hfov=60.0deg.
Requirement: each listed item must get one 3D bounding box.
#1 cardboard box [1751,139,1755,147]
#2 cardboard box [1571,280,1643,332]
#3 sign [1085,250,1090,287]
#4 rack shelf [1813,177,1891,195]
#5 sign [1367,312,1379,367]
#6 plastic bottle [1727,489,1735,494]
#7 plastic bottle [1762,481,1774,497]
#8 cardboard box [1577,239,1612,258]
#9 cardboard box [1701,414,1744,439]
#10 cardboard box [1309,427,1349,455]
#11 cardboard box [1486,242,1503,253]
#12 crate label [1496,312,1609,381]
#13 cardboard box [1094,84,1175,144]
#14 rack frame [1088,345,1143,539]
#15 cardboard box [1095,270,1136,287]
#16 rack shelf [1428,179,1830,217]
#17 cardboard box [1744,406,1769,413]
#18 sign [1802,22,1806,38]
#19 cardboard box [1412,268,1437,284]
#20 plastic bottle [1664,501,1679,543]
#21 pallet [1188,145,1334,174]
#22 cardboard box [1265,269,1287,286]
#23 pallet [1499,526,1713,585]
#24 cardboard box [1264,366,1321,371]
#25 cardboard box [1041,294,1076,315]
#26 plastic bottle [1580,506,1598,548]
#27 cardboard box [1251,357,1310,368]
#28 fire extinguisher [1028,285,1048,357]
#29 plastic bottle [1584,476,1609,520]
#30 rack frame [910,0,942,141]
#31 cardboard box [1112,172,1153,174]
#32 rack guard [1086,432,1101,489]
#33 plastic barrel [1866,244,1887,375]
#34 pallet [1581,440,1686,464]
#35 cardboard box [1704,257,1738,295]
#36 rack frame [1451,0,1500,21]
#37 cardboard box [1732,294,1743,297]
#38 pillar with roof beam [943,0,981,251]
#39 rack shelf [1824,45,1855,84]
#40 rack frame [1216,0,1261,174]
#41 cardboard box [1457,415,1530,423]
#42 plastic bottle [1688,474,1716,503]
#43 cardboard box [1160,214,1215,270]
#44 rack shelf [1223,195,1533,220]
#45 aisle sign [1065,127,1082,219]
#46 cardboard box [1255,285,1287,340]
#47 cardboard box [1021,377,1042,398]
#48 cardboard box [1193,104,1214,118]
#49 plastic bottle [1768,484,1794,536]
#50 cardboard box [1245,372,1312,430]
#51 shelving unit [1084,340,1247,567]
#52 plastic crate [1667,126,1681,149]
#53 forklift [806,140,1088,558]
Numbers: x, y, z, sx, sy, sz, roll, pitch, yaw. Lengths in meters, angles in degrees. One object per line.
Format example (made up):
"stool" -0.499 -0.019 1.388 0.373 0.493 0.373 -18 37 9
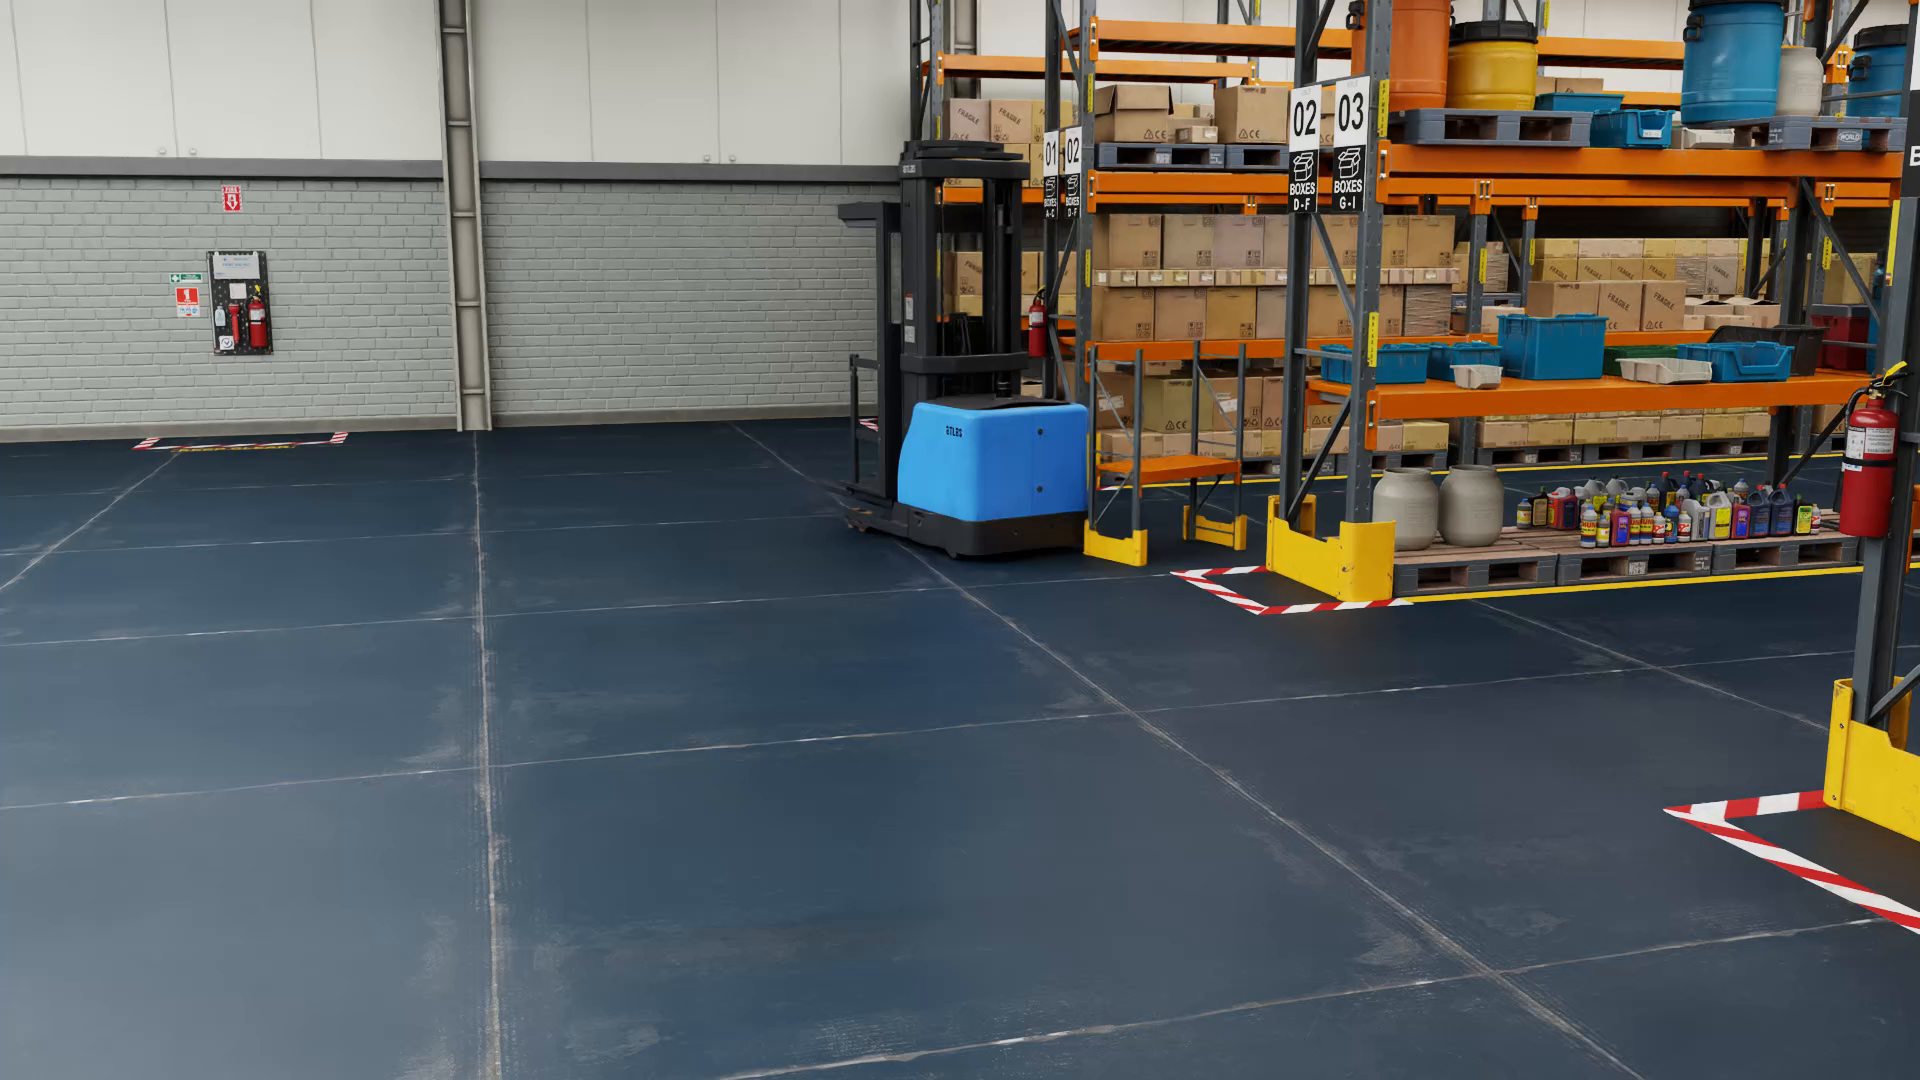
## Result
"cardboard box" 7.747 -3.991 16.913 0.500 0.250 0.500 -3 11 -14
"cardboard box" 6.553 -2.381 16.917 0.500 0.500 0.500 -3 11 -16
"sign" 1.133 -2.409 14.737 0.005 0.325 0.100 -3 11 -16
"rack shelf" 8.126 -2.605 12.113 4.000 0.370 1.077 -3 11 -16
"sign" 2.514 -1.220 10.124 0.005 0.325 0.100 -3 11 -16
"plastic bottle" 5.679 -0.277 12.282 0.097 0.201 0.097 0 10 0
"plastic bottle" 5.627 -0.238 11.657 0.185 0.351 0.144 -3 11 -16
"cardboard box" 8.301 -3.886 22.148 0.500 0.250 0.500 -3 11 -17
"cardboard box" 7.734 -1.204 17.239 0.500 0.250 0.500 -3 11 -17
"cardboard box" 3.481 -0.985 16.046 0.500 0.250 0.500 -3 11 -16
"cardboard box" 6.954 -3.869 21.993 0.250 0.149 0.380 -5 11 -23
"crate label" 4.056 -1.337 11.428 0.616 0.435 0.502 -3 11 -16
"cardboard box" 1.537 -3.871 15.171 0.637 0.503 0.797 -2 11 -12
"rack frame" 1.082 -0.596 11.643 0.032 1.500 0.500 -8 13 -37
"cardboard box" 1.421 -2.392 15.185 0.250 0.149 0.380 -3 11 -16
"rack shelf" 6.745 -3.466 16.791 4.000 0.370 1.077 -3 11 -16
"cardboard box" 8.231 -1.507 17.331 0.500 0.311 0.500 -3 11 -14
"sign" 11.281 -6.864 22.180 0.005 0.325 0.100 -3 11 -16
"cardboard box" 4.385 -2.548 16.037 0.250 0.149 0.380 -3 11 -17
"plastic bottle" 4.812 -0.125 11.259 0.097 0.271 0.097 0 10 0
"pallet" 2.844 -3.566 15.594 1.213 0.211 1.003 -3 11 -16
"cardboard box" 2.897 -2.469 15.607 0.250 0.149 0.380 -3 11 -15
"pallet" 4.375 0.078 11.538 1.213 0.211 1.003 -3 11 -16
"cardboard box" 3.332 -1.447 16.484 0.500 0.500 0.500 -3 11 -16
"cardboard box" 1.138 -2.861 20.162 0.500 0.250 0.500 -3 11 -17
"plastic bottle" 4.193 -0.092 11.082 0.097 0.271 0.097 0 10 0
"cardboard box" 4.138 -2.132 21.529 0.500 0.500 0.700 -3 11 -14
"fire extinguisher" 0.741 -2.078 15.762 0.183 0.674 0.296 -3 11 -16
"plastic bottle" 4.546 -0.287 11.920 0.185 0.351 0.144 -3 11 -14
"rack frame" -0.404 -5.852 19.482 0.127 3.000 1.000 -3 11 -16
"cardboard box" 2.010 -4.512 20.155 0.500 0.500 0.500 -3 11 -18
"rack guard" 0.961 -0.810 15.568 0.348 0.500 1.175 -3 11 -16
"plastic barrel" 6.661 -1.596 11.544 0.708 0.901 0.600 -3 11 -16
"pallet" 6.694 -0.979 17.279 1.213 0.211 1.003 -3 11 -16
"cardboard box" 10.258 -3.620 22.772 0.500 0.500 0.500 -3 11 -15
"rack frame" 4.824 -5.194 15.905 0.127 3.000 1.000 -3 11 -16
"cardboard box" 10.636 -3.312 22.893 0.250 0.149 0.380 -3 11 -15
"pillar with roof beam" 1.229 -5.290 16.426 0.400 9.000 9.100 -3 11 -16
"rack shelf" 10.585 -4.947 17.656 4.000 0.370 1.077 -3 11 -16
"rack frame" 3.436 -6.055 20.582 0.127 3.000 1.000 -3 11 -16
"cardboard box" 5.291 -1.351 16.487 0.500 0.311 0.500 -3 11 -16
"plastic bottle" 5.355 -0.302 12.004 0.185 0.351 0.144 -3 11 -16
"cardboard box" 1.990 -2.780 15.503 0.500 0.500 0.700 -3 11 -17
"rack shelf" 5.357 -4.327 21.468 4.000 0.370 1.077 -3 11 -16
"aisle sign" 1.006 -3.263 14.806 0.004 0.787 0.394 -3 11 -16
"cardboard box" 2.921 -2.190 15.884 0.500 0.500 0.700 -3 11 -14
"cardboard box" 0.833 -1.844 20.491 0.500 0.311 0.500 -2 11 -11
"cardboard box" 3.031 -5.058 20.358 0.500 0.500 0.500 -4 11 -21
"plastic bottle" 5.668 -0.213 11.521 0.185 0.351 0.144 -3 11 -17
"cardboard box" 3.002 -1.328 15.839 0.500 0.500 0.500 -3 11 -16
"shelving unit" 1.494 -0.653 11.951 1.083 1.500 0.587 -8 13 -37
"plastic crate" 4.614 -2.721 11.341 0.450 0.188 0.336 -3 11 -16
"forklift" -0.255 -1.539 12.813 1.130 2.935 3.031 -6 12 -30
